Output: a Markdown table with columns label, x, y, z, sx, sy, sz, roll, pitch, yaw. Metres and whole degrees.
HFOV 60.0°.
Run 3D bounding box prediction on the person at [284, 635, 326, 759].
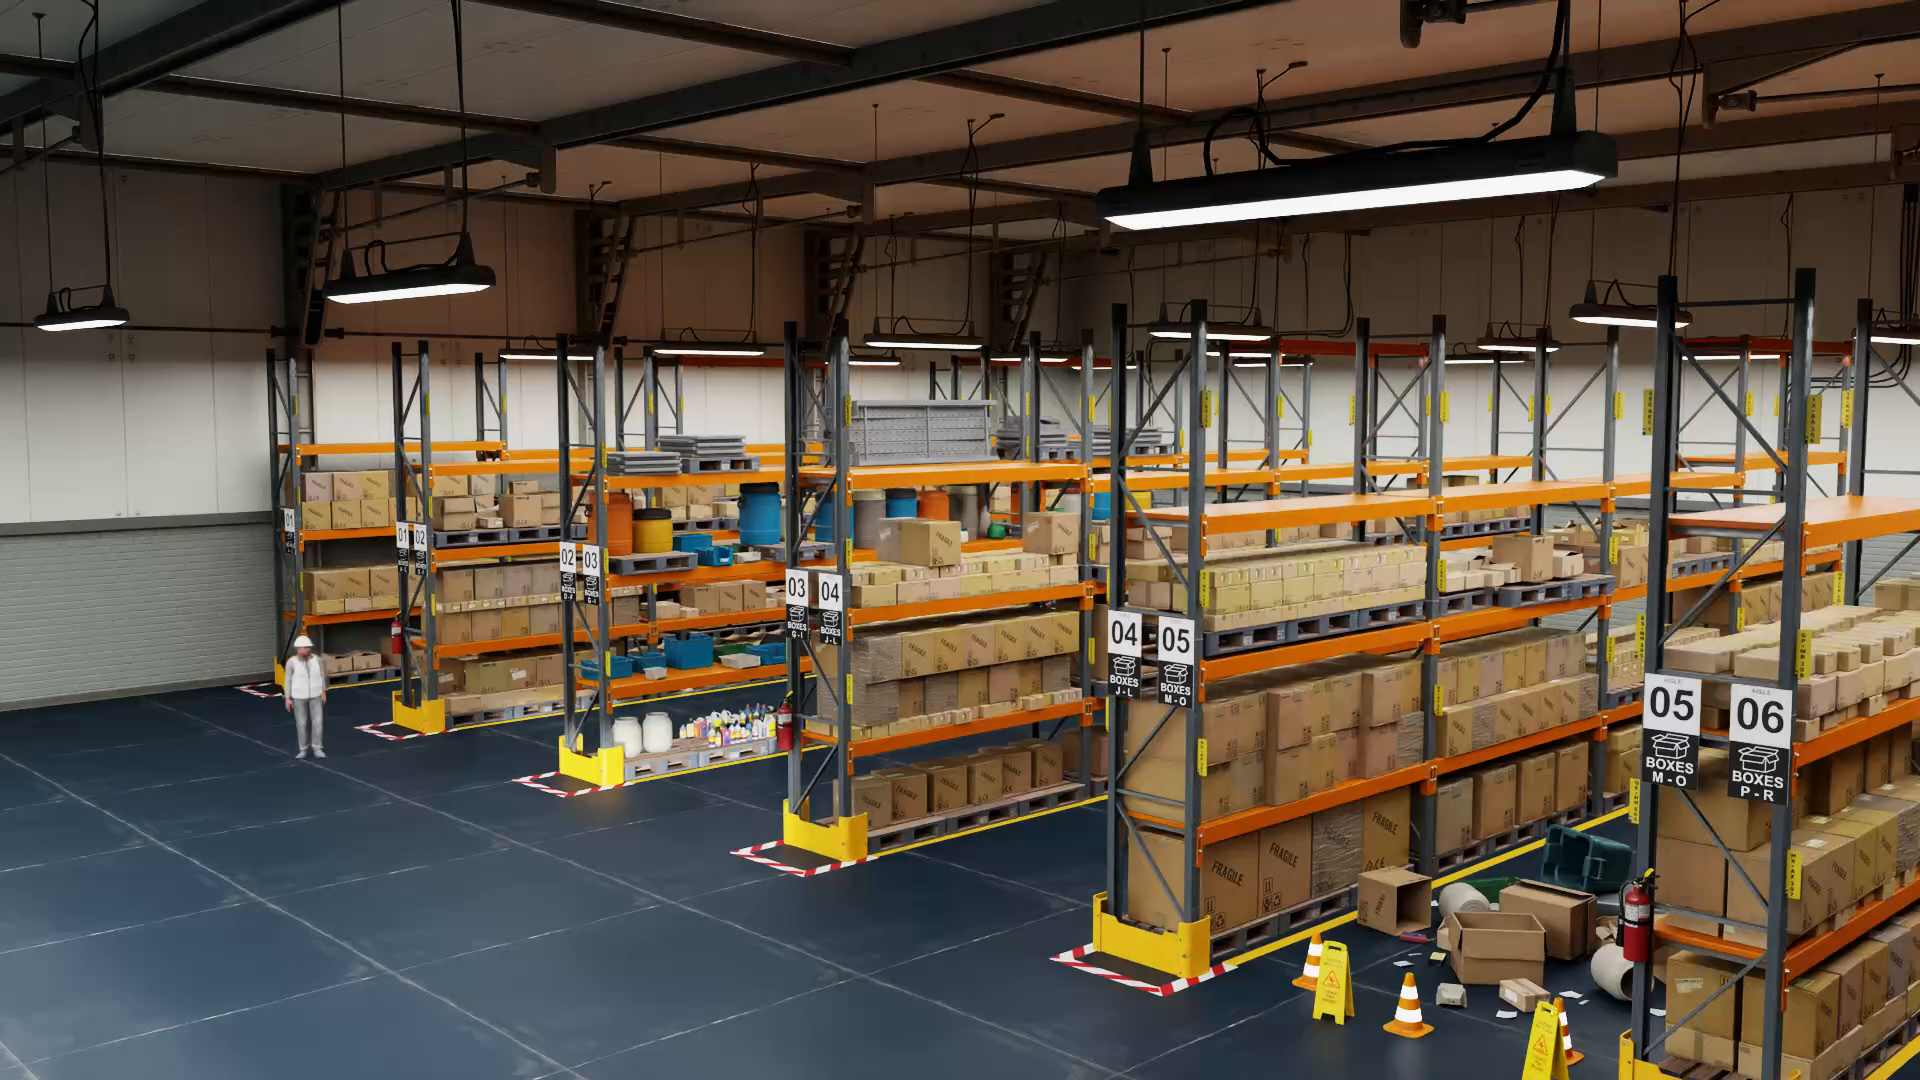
| label | x | y | z | sx | sy | sz | roll | pitch | yaw |
| --- | --- | --- | --- | --- | --- | --- | --- | --- | --- |
| person | -9.341 | 2.236 | 23.727 | 0.582 | 1.779 | 0.441 | -4 | 6 | -36 |
